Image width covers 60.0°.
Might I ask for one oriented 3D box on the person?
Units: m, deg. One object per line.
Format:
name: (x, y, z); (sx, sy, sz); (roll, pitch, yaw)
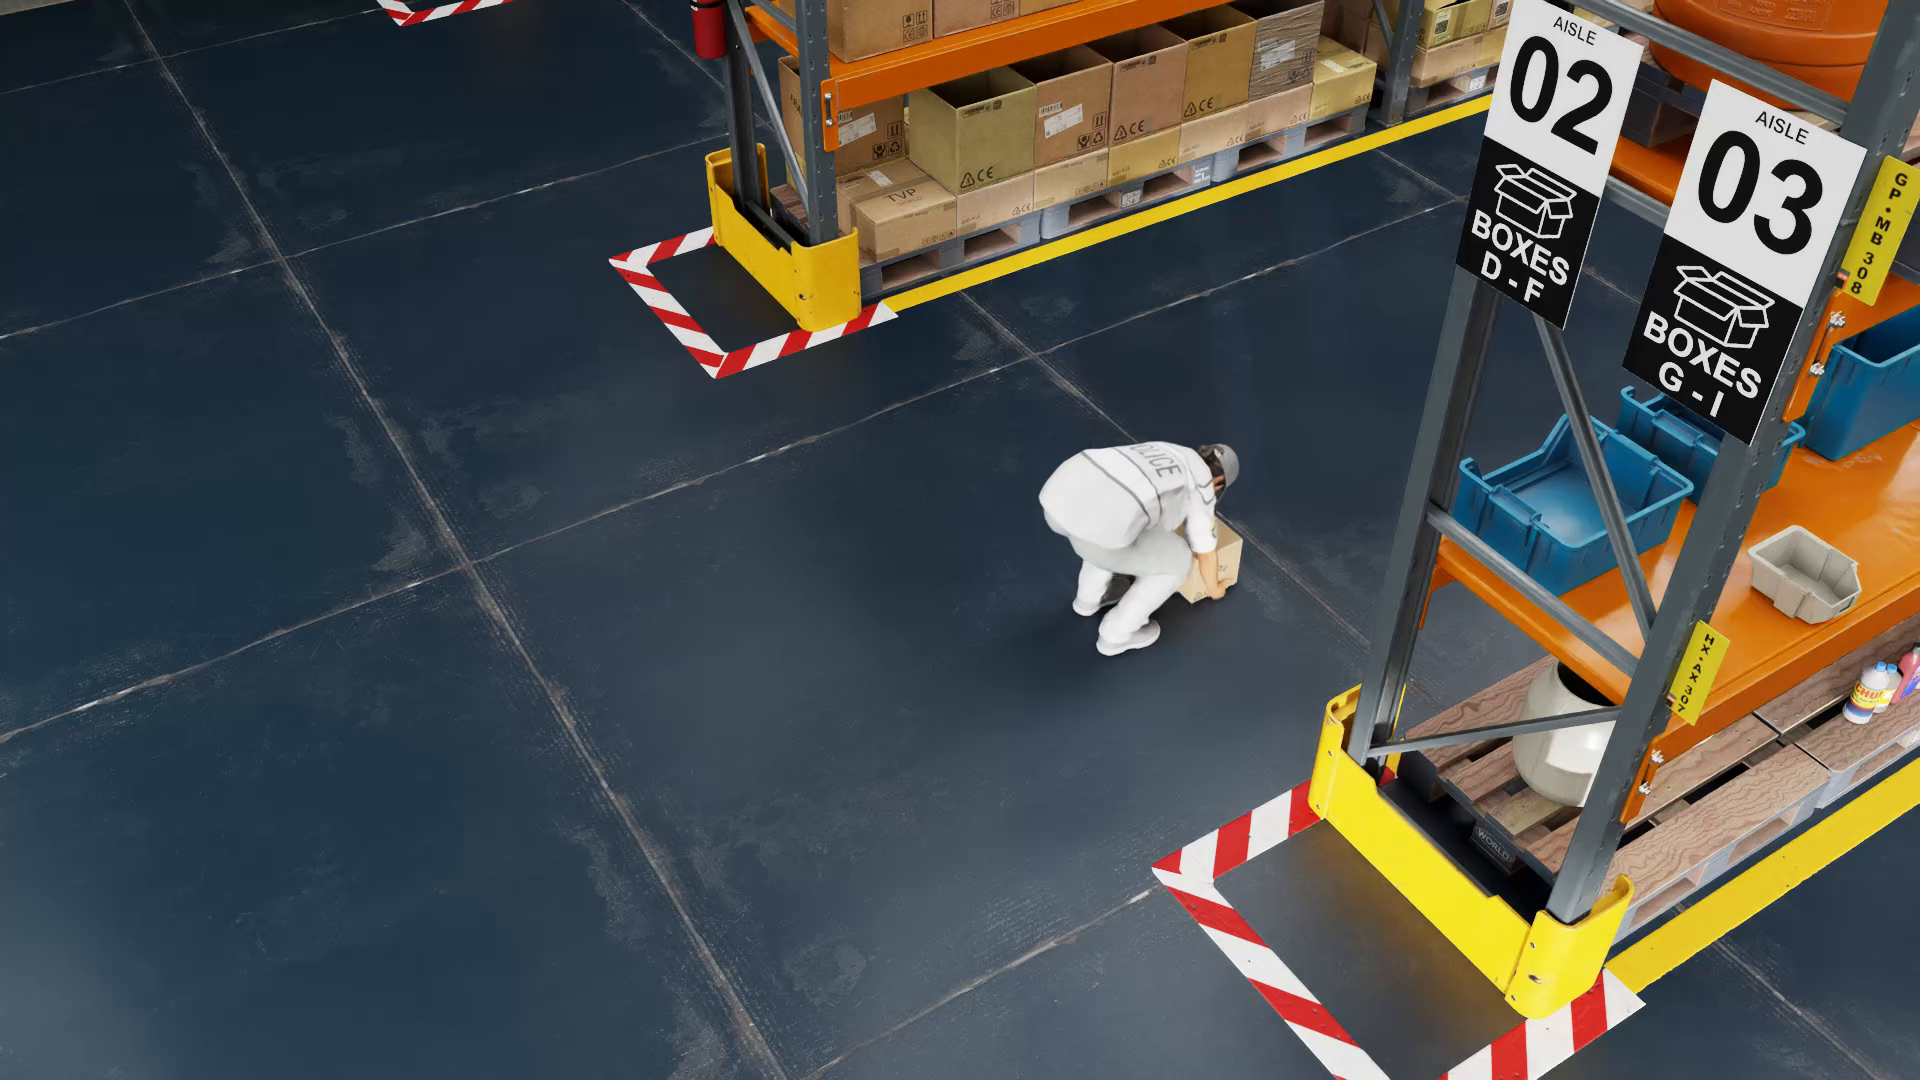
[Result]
person: (0.757, -0.040, 6.797); (0.936, 0.886, 0.507); (-25, 47, -26)
